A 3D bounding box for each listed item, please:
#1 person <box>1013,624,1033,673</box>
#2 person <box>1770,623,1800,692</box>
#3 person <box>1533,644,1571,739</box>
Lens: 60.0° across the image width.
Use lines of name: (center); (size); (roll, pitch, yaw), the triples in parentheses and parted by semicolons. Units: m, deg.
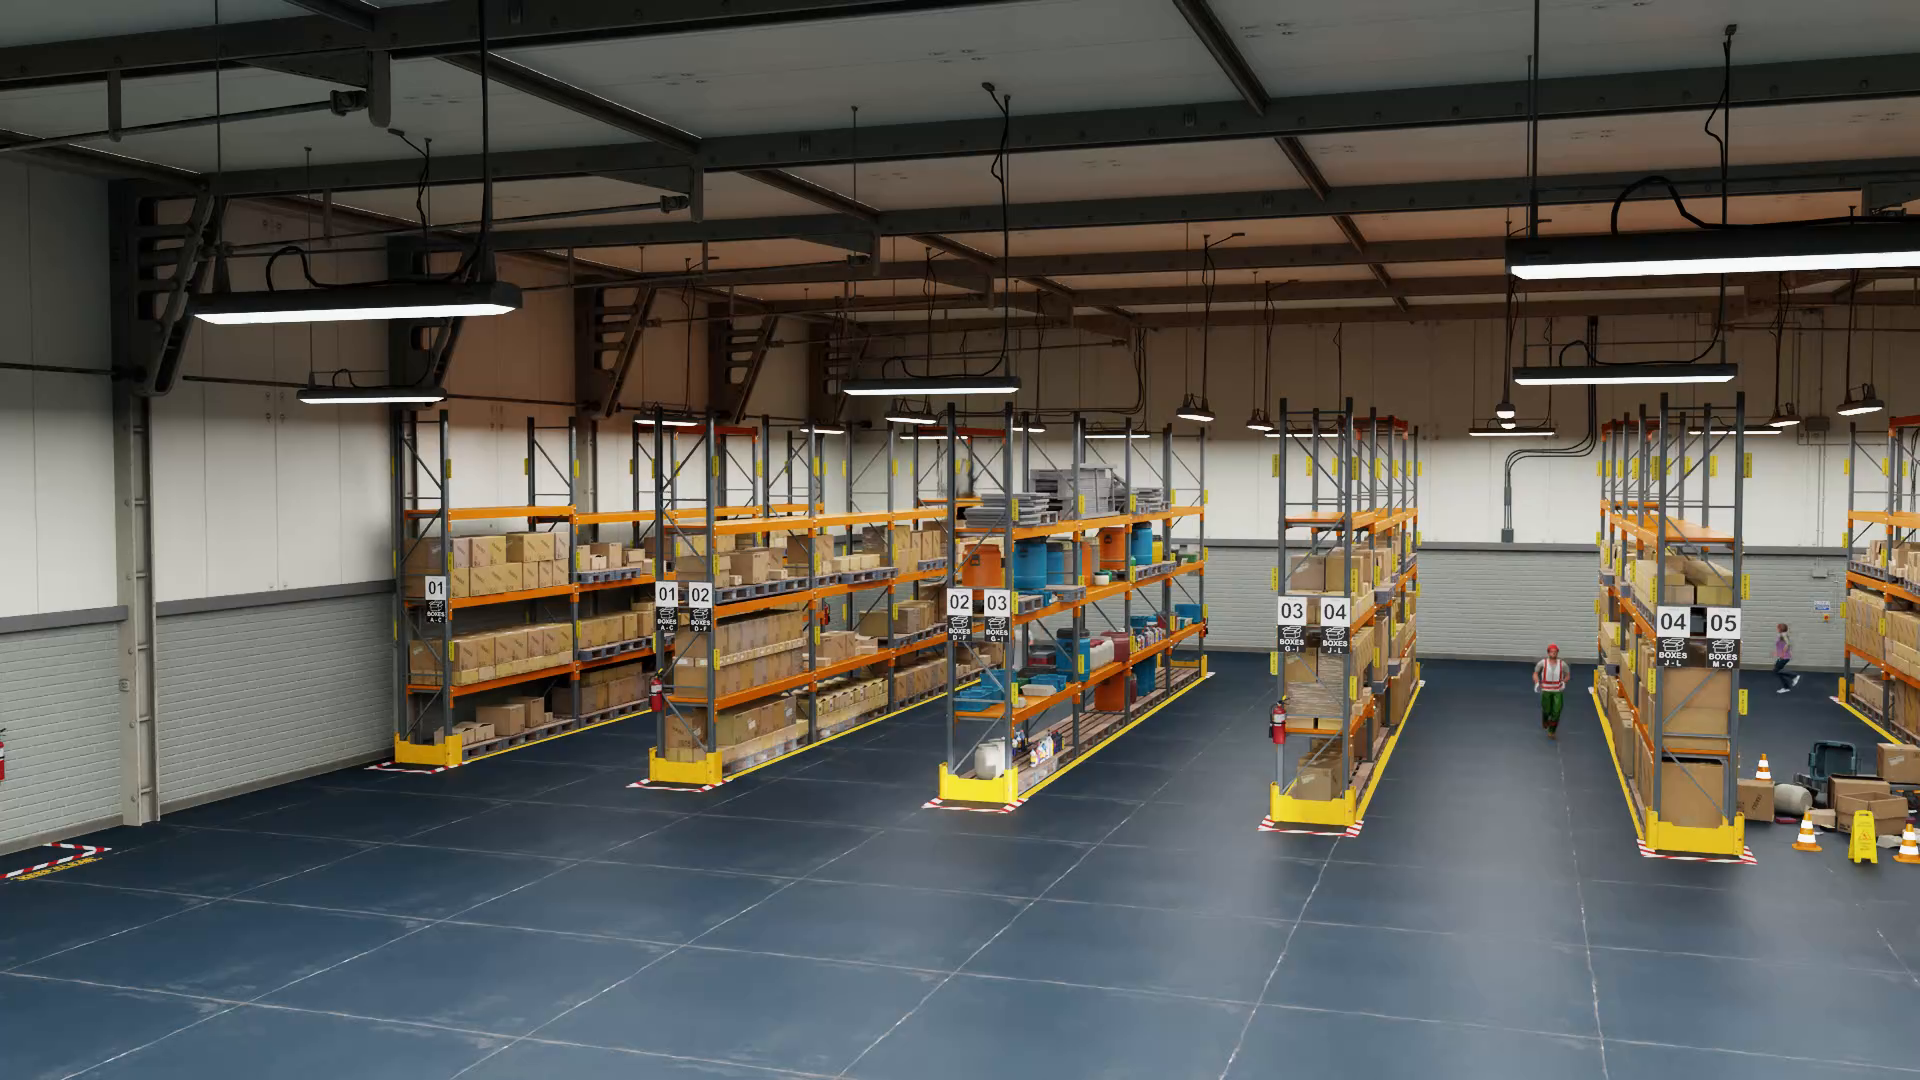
person: (1.352, 2.568, 36.712); (0.554, 1.682, 0.912); (0, 2, 10)
person: (18.452, 2.642, 37.172); (0.610, 1.570, 0.556); (1, 3, 28)
person: (11.025, 2.808, 30.945); (0.658, 1.738, 0.601); (1, 3, 14)
